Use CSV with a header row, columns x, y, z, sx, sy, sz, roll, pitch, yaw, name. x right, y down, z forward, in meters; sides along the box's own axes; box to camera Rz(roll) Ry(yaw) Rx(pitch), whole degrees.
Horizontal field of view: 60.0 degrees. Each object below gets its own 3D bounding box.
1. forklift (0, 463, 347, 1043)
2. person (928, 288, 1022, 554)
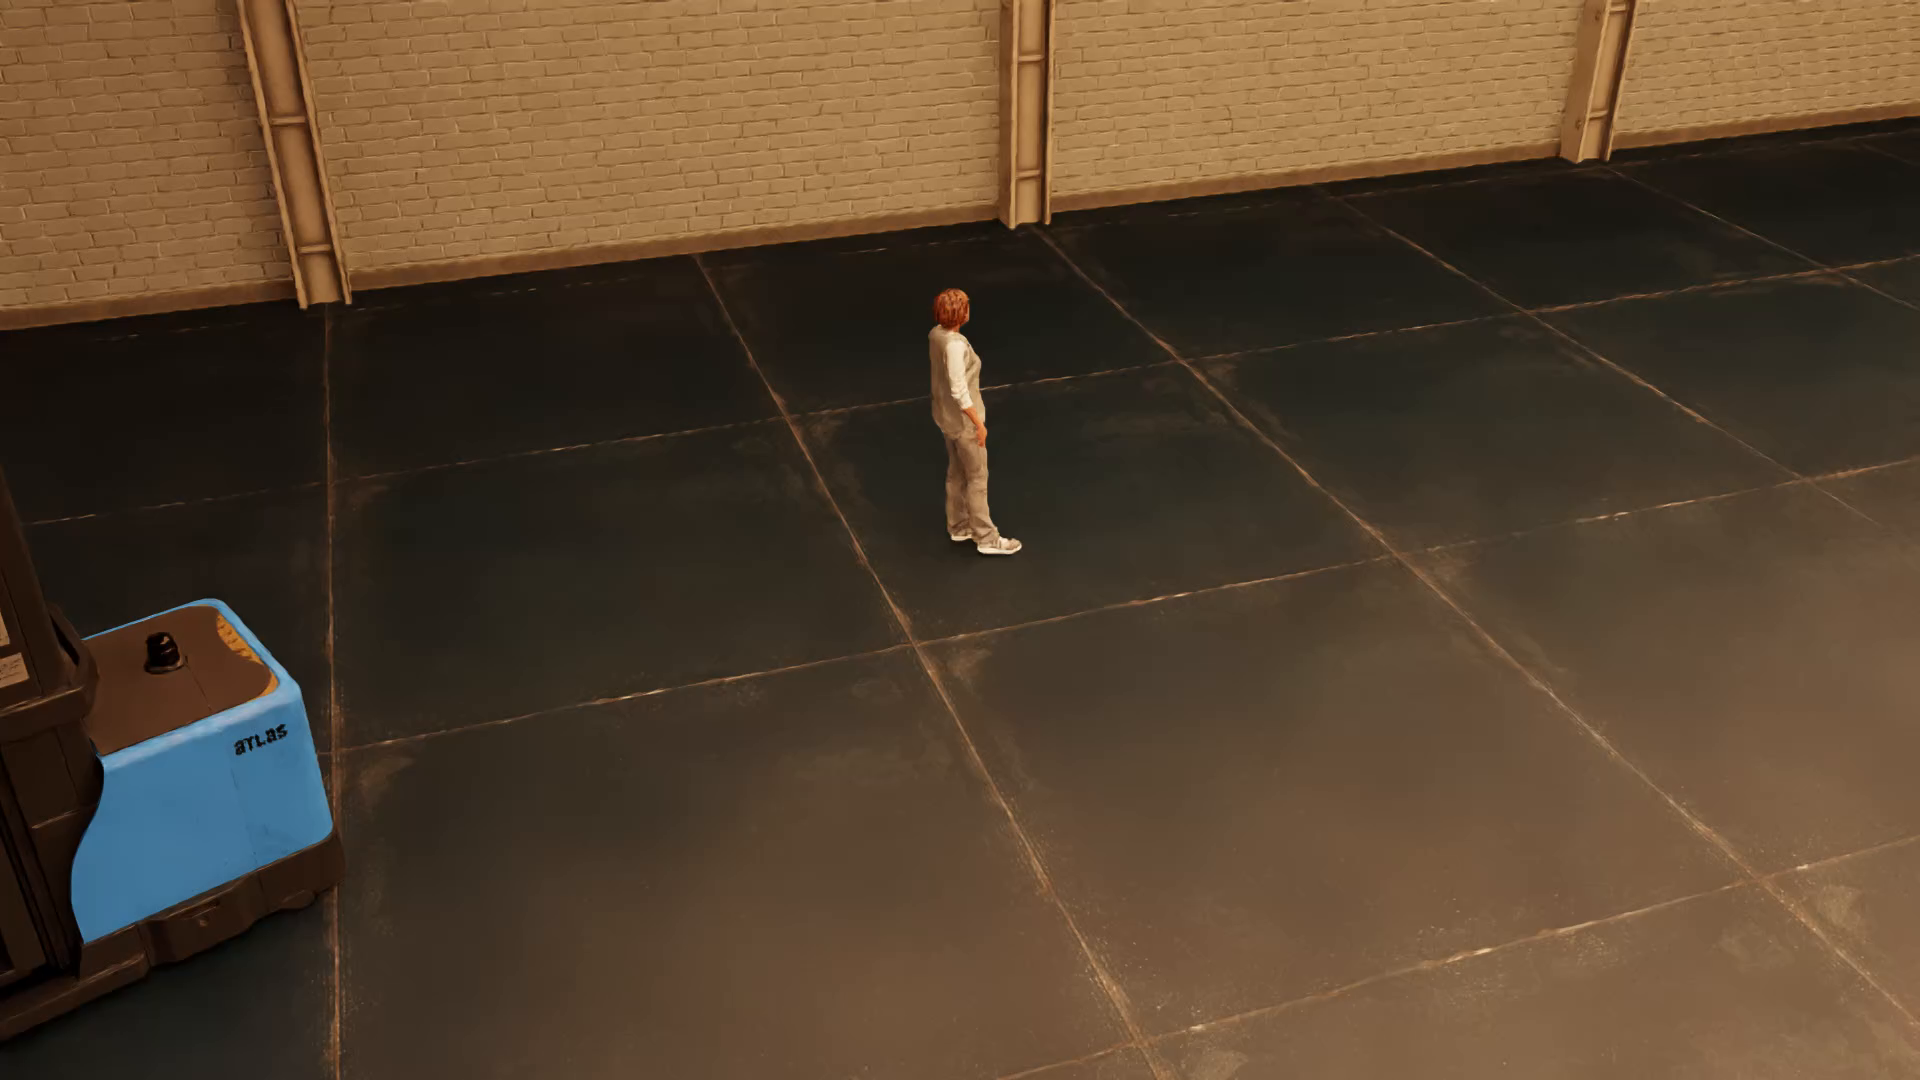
x,y,z,sx,sy,sz,roll,pitch,yaw,name
-4.156,0.558,6.117,3.031,2.935,1.130,-23,37,-34,forklift
0.075,-0.703,9.633,0.474,1.597,0.521,-10,31,-16,person
